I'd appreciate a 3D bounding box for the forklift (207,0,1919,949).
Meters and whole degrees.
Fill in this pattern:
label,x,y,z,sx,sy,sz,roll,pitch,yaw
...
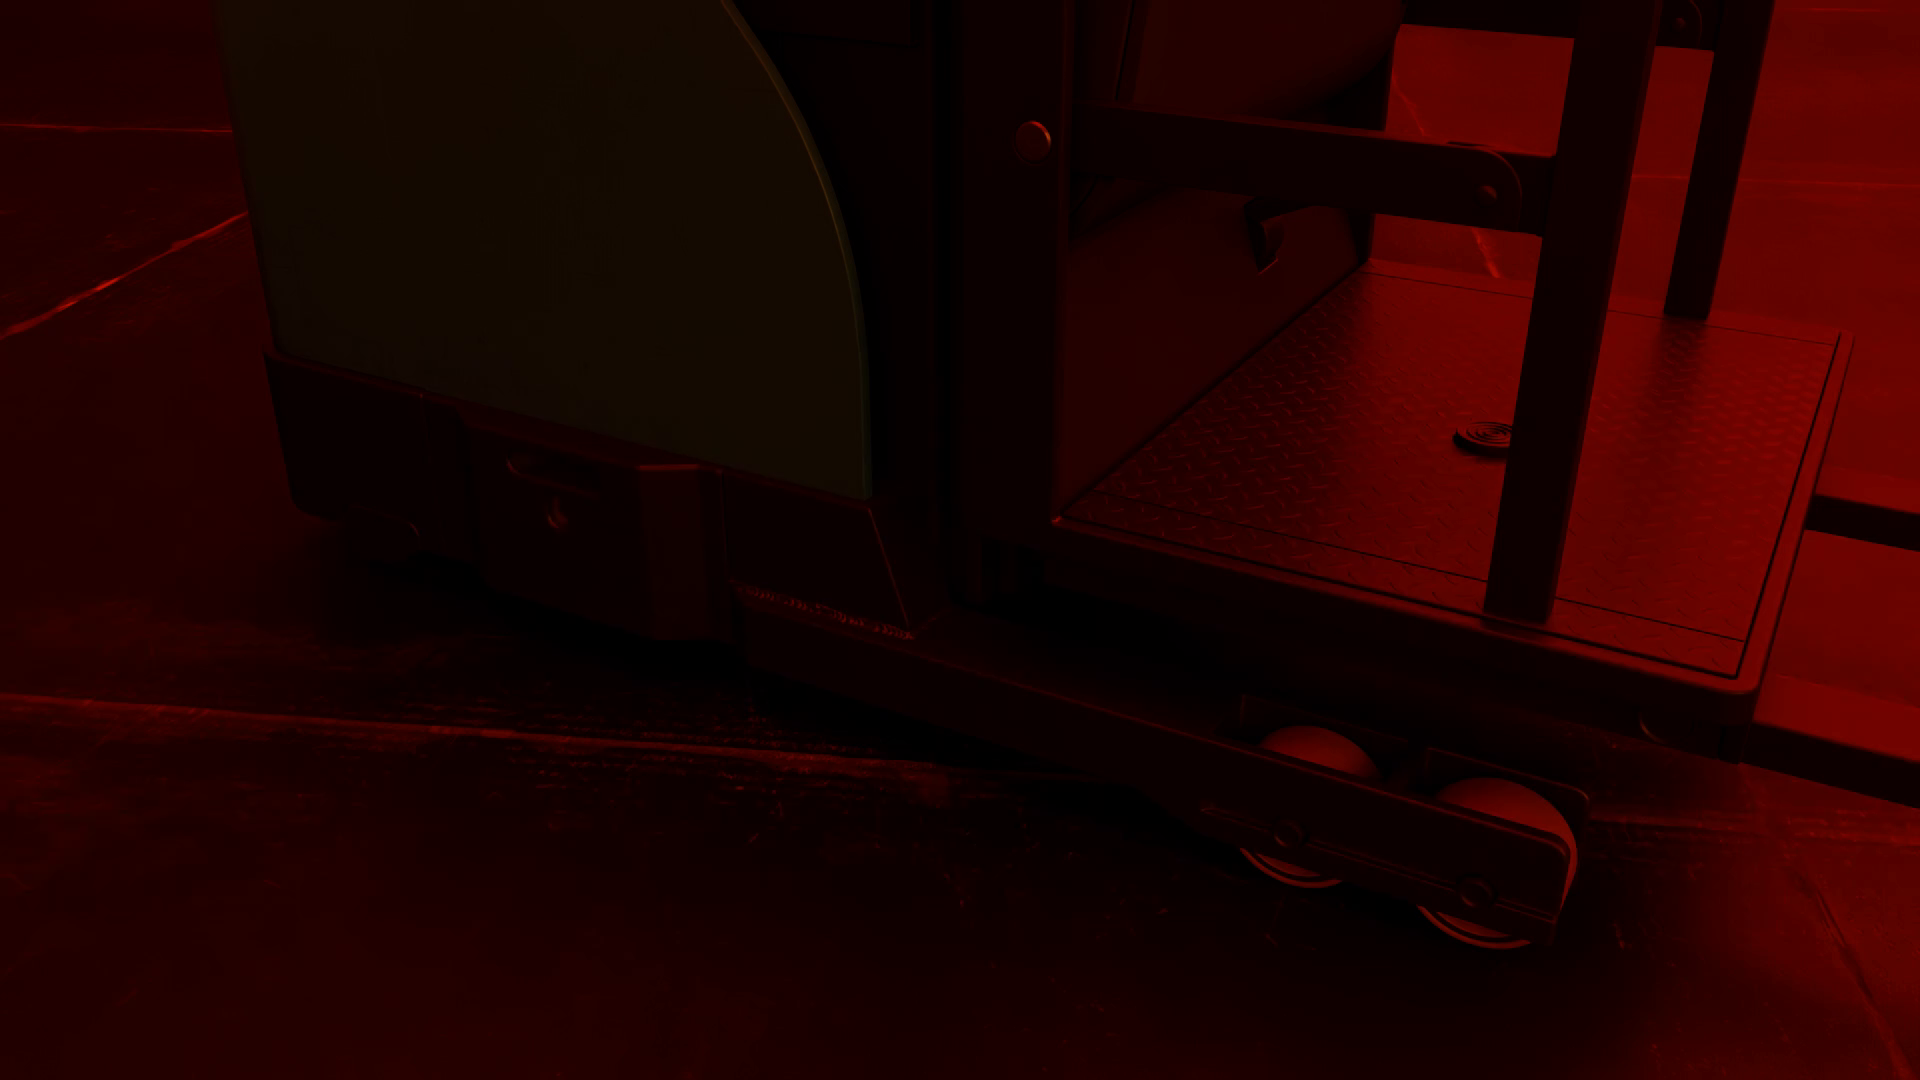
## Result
label,x,y,z,sx,sy,sz,roll,pitch,yaw
forklift,0.540,-1.173,1.567,3.031,2.935,1.130,14,30,27
